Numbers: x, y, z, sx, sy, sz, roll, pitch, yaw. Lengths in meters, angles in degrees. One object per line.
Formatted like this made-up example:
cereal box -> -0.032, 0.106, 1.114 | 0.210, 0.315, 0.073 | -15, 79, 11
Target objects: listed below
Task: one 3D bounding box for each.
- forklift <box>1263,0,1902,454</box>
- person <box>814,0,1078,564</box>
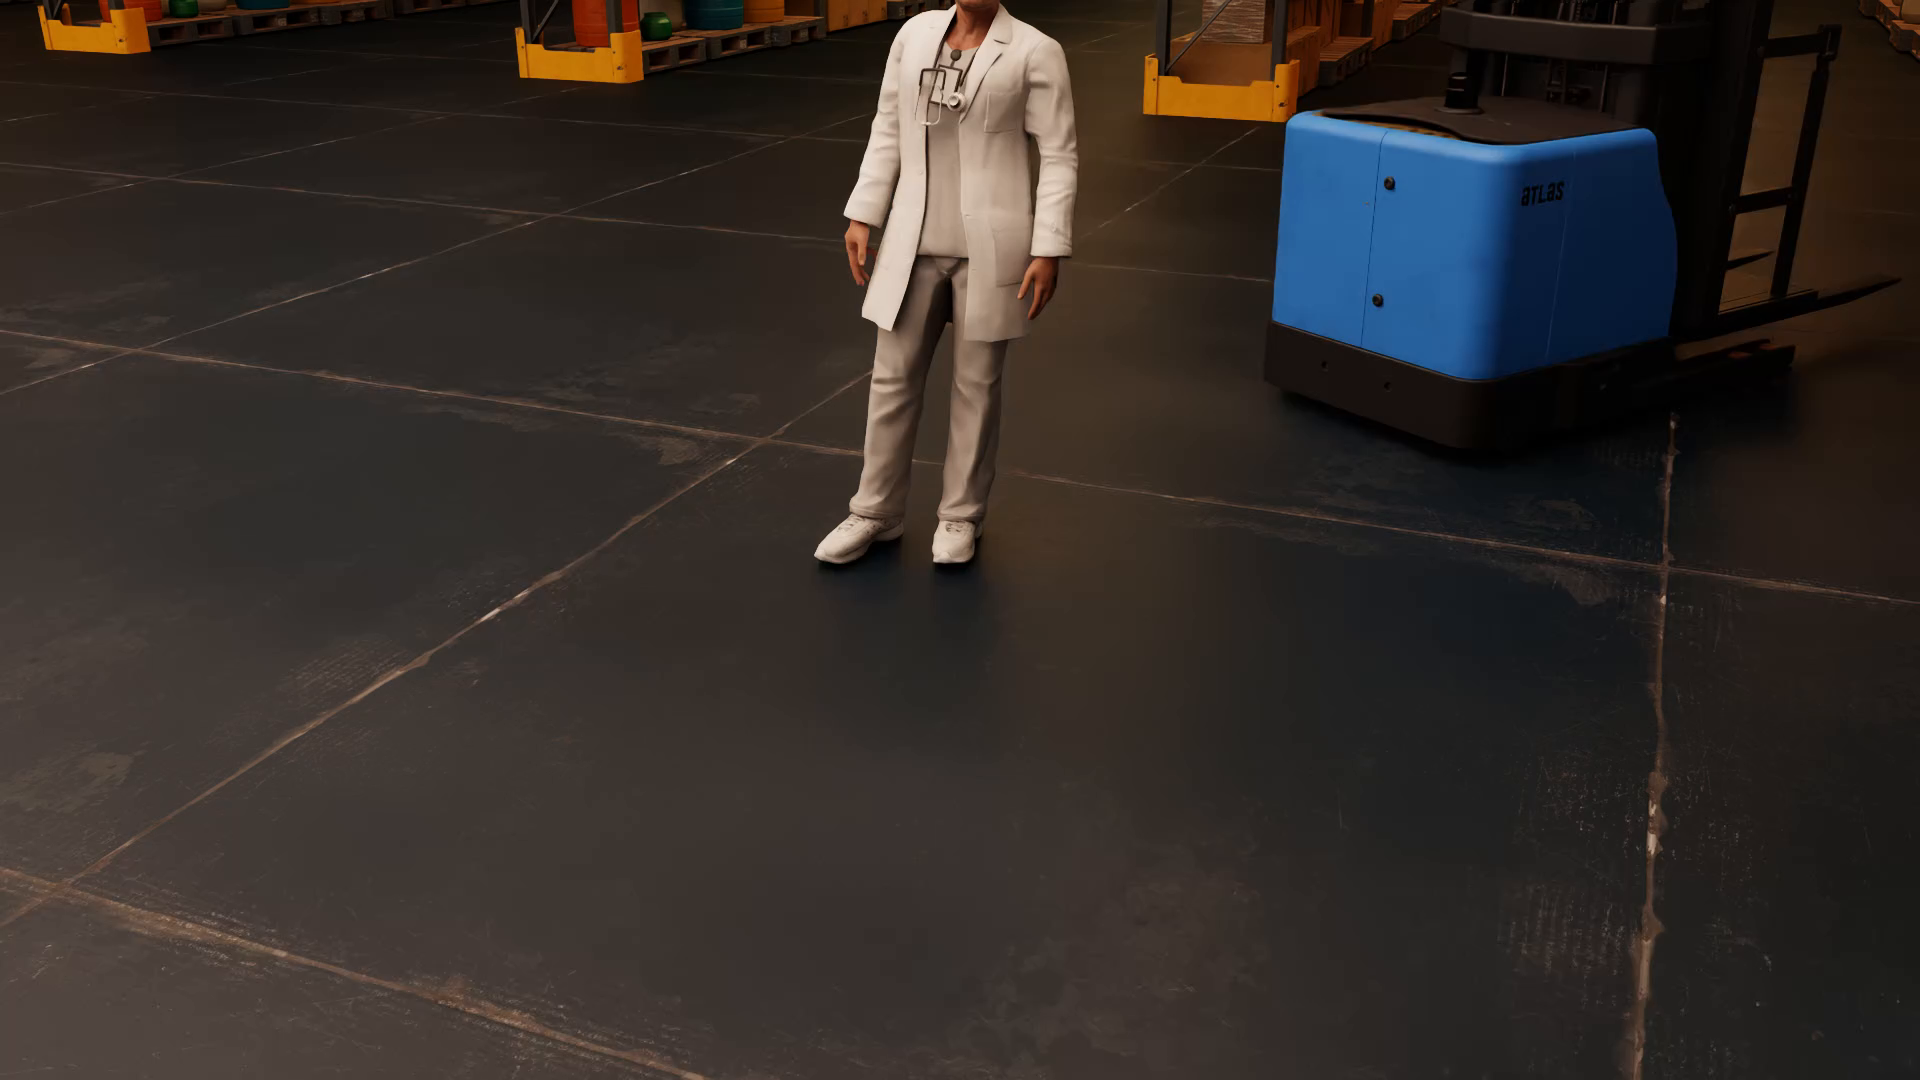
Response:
forklift -> 2.670, -2.071, 6.247 | 3.031, 2.935, 1.130 | -15, 27, -31
person -> -0.039, -0.795, 4.672 | 0.696, 1.775, 0.581 | 9, 24, 21
